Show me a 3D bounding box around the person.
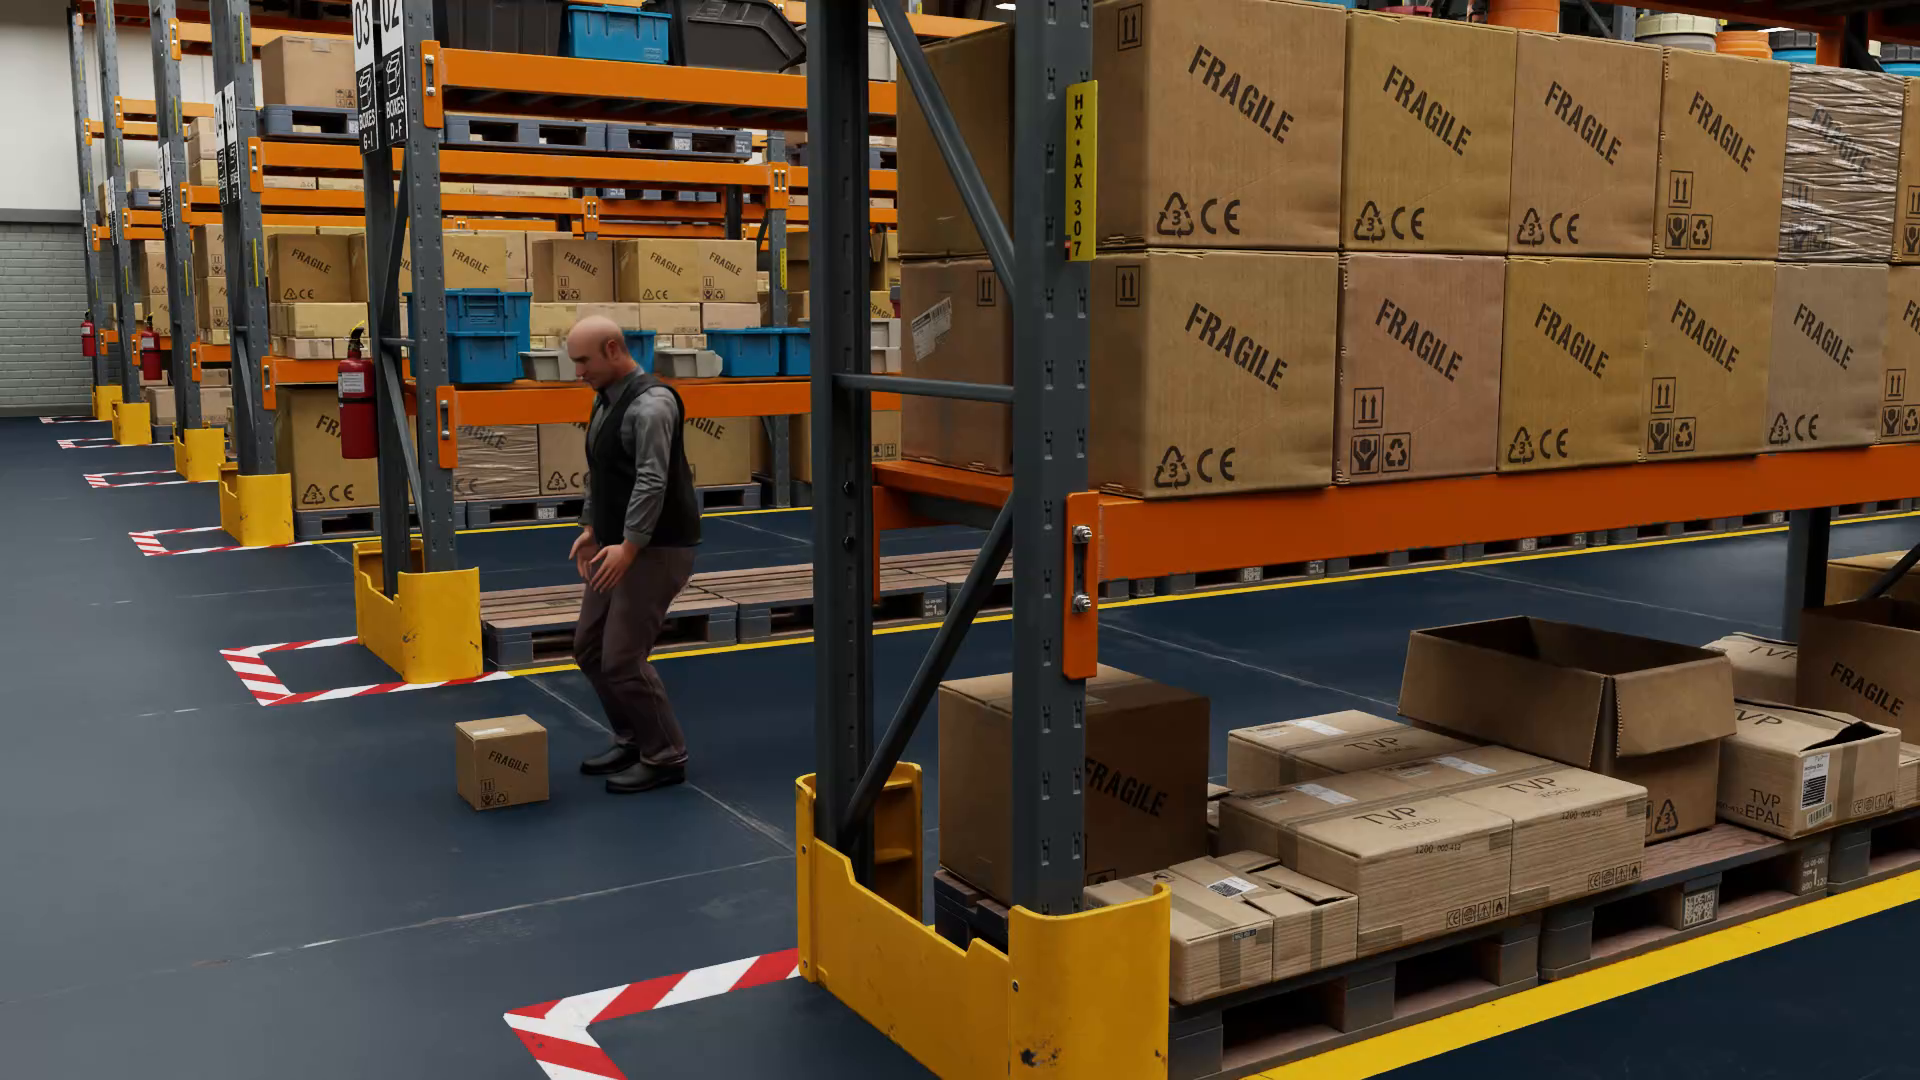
[{"bbox_3d":[-1.147,0.042,5.876,0.447,1.658,0.563,-5,9,-29],"label":"person"}]
